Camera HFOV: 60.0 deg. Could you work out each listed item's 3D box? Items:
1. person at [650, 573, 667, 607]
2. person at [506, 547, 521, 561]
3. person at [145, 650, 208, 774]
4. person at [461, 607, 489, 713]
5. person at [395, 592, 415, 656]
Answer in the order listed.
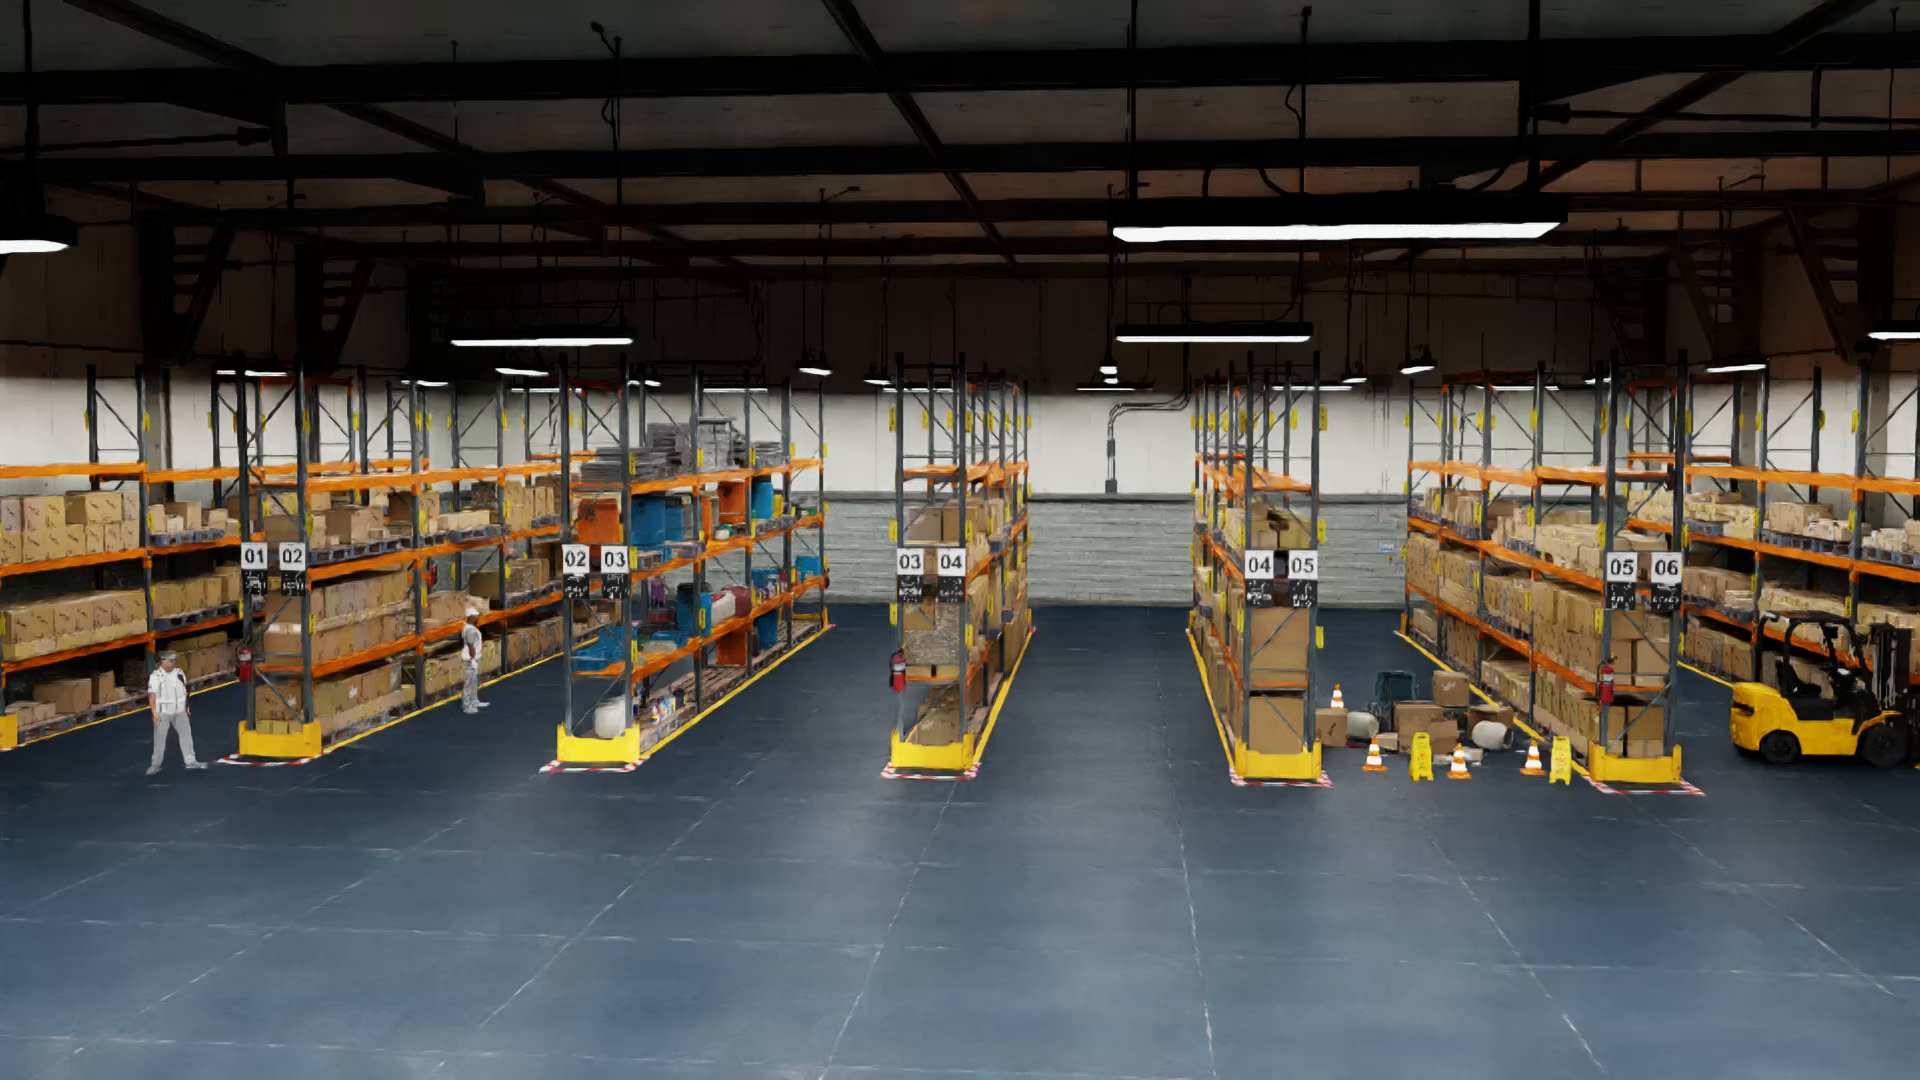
[{"bbox_3d":[-7.219,1.390,39.900,0.432,1.539,0.947,0,4,4],"label":"person"},{"bbox_3d":[-11.953,1.017,44.447,0.677,1.674,0.534,0,4,3],"label":"person"},{"bbox_3d":[-11.222,2.427,23.710,0.551,1.757,0.748,3,5,38],"label":"person"},{"bbox_3d":[-8.385,2.048,28.715,0.480,1.784,0.629,-1,4,-19],"label":"person"},{"bbox_3d":[-11.171,1.835,33.646,0.625,1.573,0.503,0,4,3],"label":"person"}]
